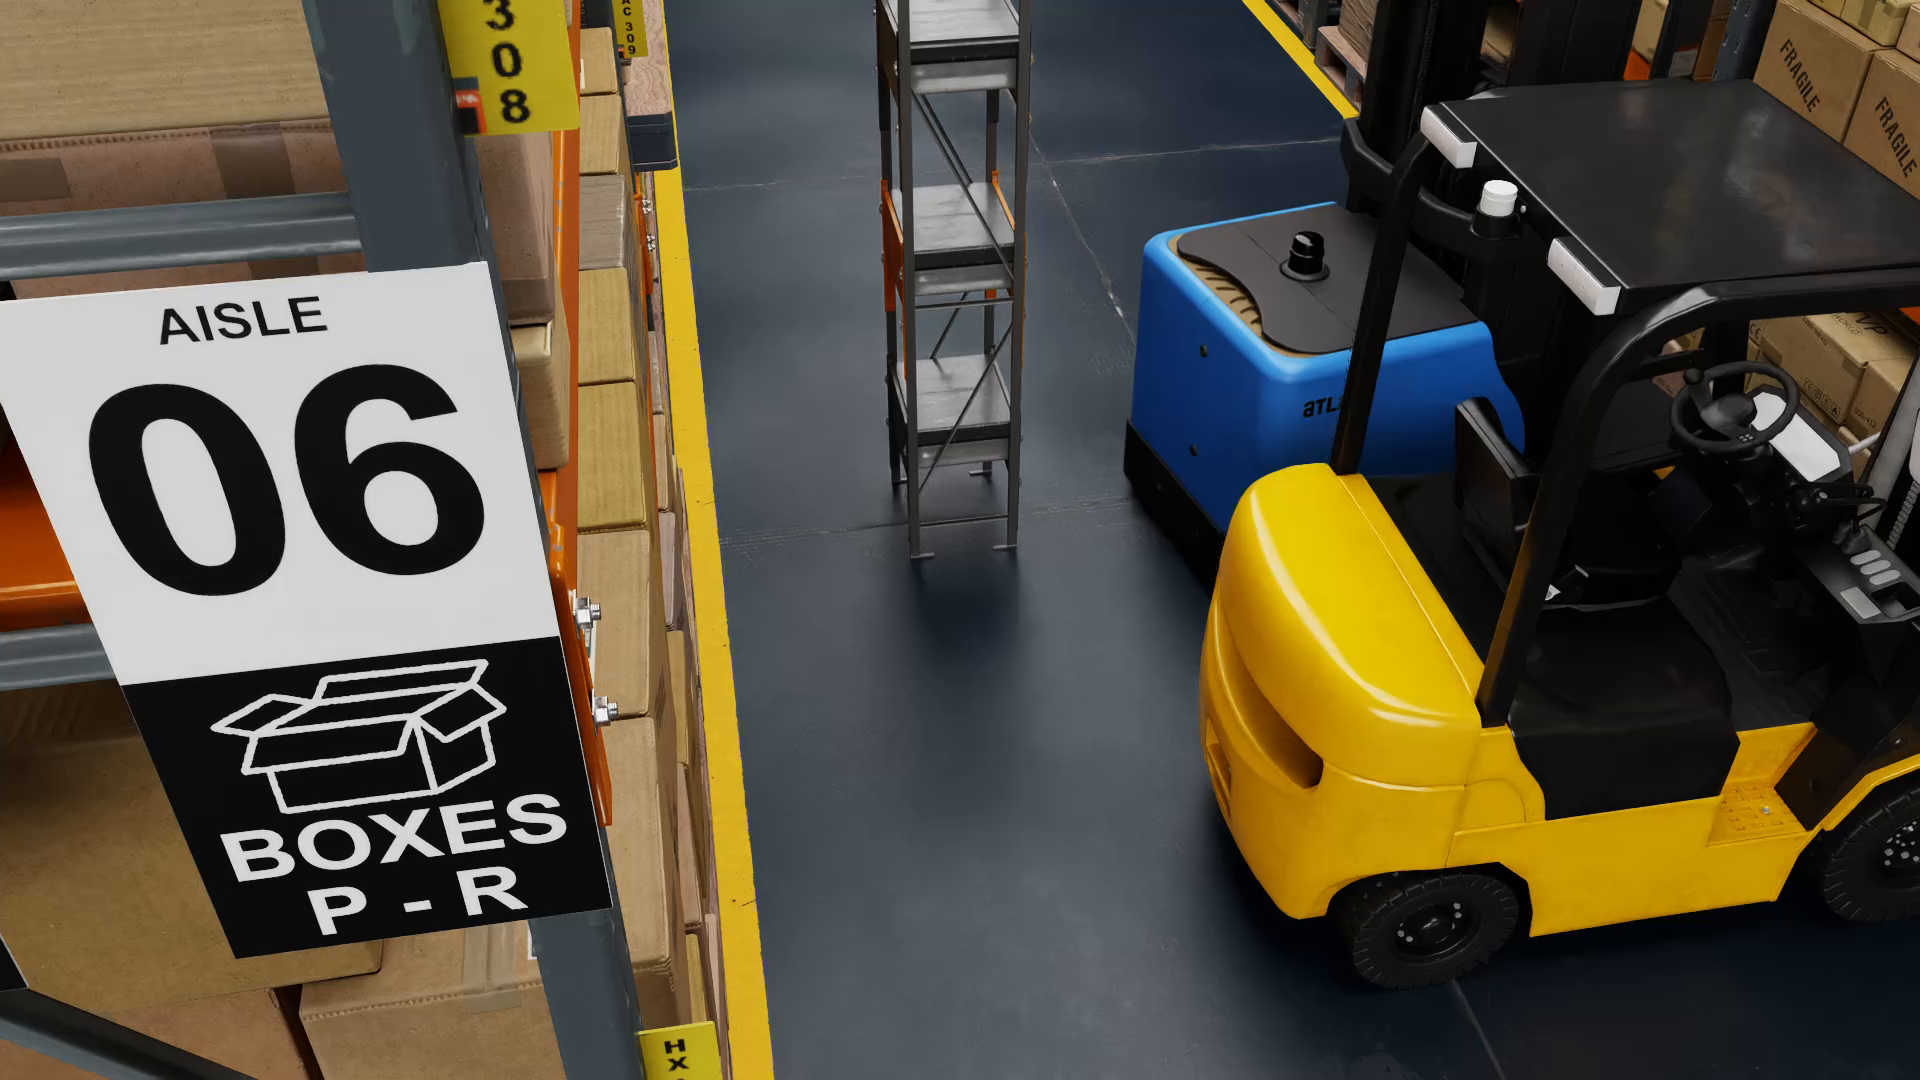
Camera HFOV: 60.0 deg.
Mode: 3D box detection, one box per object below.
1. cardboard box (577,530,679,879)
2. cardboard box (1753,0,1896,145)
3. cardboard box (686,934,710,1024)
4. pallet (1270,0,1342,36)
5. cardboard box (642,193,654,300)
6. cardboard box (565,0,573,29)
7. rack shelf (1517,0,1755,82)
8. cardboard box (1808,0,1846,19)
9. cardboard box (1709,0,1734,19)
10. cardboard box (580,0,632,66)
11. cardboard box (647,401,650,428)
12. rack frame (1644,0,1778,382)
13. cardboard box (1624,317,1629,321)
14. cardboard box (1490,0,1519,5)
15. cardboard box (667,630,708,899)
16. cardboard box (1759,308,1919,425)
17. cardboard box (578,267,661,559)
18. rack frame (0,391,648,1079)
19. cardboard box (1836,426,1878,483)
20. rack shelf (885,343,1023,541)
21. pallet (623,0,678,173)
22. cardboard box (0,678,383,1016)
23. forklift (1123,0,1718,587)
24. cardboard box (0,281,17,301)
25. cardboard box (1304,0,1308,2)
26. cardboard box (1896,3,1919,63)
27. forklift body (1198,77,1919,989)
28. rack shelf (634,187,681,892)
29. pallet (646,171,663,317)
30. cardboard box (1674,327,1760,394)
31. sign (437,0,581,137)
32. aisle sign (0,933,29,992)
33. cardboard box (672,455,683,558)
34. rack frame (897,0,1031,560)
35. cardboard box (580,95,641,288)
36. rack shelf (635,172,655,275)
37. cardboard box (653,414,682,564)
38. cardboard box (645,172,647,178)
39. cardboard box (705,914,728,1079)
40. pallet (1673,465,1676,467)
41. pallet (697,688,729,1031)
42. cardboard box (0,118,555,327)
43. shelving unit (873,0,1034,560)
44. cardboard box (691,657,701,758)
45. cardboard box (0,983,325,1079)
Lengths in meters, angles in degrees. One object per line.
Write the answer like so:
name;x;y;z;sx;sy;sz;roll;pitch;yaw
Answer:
cardboard box;-0.792;0.347;3.034;0.500;0.500;0.500;-5;38;-7
cardboard box;3.117;-1.563;5.735;0.500;0.500;0.500;-7;38;-9
cardboard box;-0.762;1.225;3.516;0.500;0.500;0.500;-7;38;-9
pallet;2.502;-3.589;10.698;1.003;0.211;1.213;-6;38;-8
cardboard box;-1.813;-1.162;7.100;0.950;0.372;0.625;-4;38;-5
cardboard box;-0.857;-0.968;2.811;0.380;0.149;0.250;-6;38;-7
rack shelf;2.946;-2.743;7.923;1.077;0.370;4.000;-6;38;-8
cardboard box;3.093;-1.894;5.633;0.380;0.149;0.250;-7;38;-9
cardboard box;2.959;-2.227;6.386;0.500;0.250;0.500;-7;38;-9
cardboard box;-1.390;-1.920;5.610;0.500;0.500;0.500;-5;38;-7
cardboard box;-1.052;-0.410;4.537;0.380;0.149;0.250;-7;38;-9
rack frame;3.296;-1.820;6.147;1.000;3.000;0.127;-6;38;-8
cardboard box;3.194;-1.362;7.151;0.875;0.625;0.625;-5;38;-6
cardboard box;2.813;-2.692;8.863;0.875;0.625;0.625;-5;38;-6
cardboard box;-0.938;0.606;4.313;0.500;0.500;0.500;-6;38;-7
cardboard box;3.152;-0.659;5.737;0.500;0.250;0.500;-6;38;-8
cardboard box;-0.980;-0.267;3.824;0.500;0.500;0.500;-7;38;-9
rack frame;-0.888;1.133;2.347;1.000;3.000;0.127;-6;38;-8
cardboard box;3.244;-0.163;5.506;0.500;0.250;0.500;-7;38;-8
rack shelf;-0.029;-0.366;6.172;0.431;0.518;0.480;-6;38;-8
pallet;-1.580;-1.685;6.130;1.003;0.211;1.213;-6;38;-8
cardboard box;-1.193;0.296;2.285;0.700;0.500;0.500;-7;38;-9
forklift;2.207;-1.441;5.715;3.031;2.935;1.130;-13;40;-16
cardboard box;-1.243;-0.390;1.742;0.500;0.250;0.500;-7;38;-9
cardboard box;2.309;-3.647;10.194;0.500;0.500;0.500;-5;38;-7
cardboard box;3.213;-1.584;5.233;0.380;0.149;0.250;-6;38;-8
forklift body;1.869;-0.018;4.519;2.313;2.155;1.214;-6;38;-8
rack shelf;-1.239;0.209;4.123;1.077;0.370;4.000;-6;38;-8
pallet;-1.945;-1.391;7.868;1.003;0.211;1.213;-6;38;-8
cardboard box;3.077;-0.772;6.290;0.500;0.250;0.500;-6;38;-8
sign;-0.354;-0.456;1.234;0.100;0.325;0.005;-6;38;-8
aisle sign;-1.163;0.175;1.461;0.394;0.787;0.004;-6;38;-8
cardboard box;-1.221;-0.035;5.749;0.500;0.250;0.500;-5;38;-6
rack frame;0.014;-0.782;5.545;0.400;2.100;0.015;-6;38;-8
cardboard box;-1.170;-0.889;4.625;0.500;0.500;0.500;-5;38;-6
rack shelf;-1.940;-2.207;7.233;1.077;0.370;4.000;-6;38;-8
cardboard box;-1.131;-0.024;5.124;0.500;0.500;0.500;-6;38;-7
cardboard box;-2.064;-2.040;8.231;0.950;0.372;0.625;-7;38;-9
cardboard box;-0.840;1.226;4.125;0.500;0.250;0.500;-5;38;-6
pallet;3.395;-0.234;6.379;1.003;0.211;1.213;-6;38;-8
pallet;-1.220;0.958;4.845;1.003;0.211;1.213;-6;38;-8
cardboard box;-0.714;-0.443;1.810;0.500;0.250;0.500;-7;38;-9
shelving unit;-0.029;-0.929;5.735;0.431;2.100;0.503;-6;38;-8
cardboard box;-1.034;0.593;4.941;0.500;0.250;0.500;-6;38;-7
cardboard box;-1.255;0.677;2.609;0.500;0.500;0.500;-7;38;-9
